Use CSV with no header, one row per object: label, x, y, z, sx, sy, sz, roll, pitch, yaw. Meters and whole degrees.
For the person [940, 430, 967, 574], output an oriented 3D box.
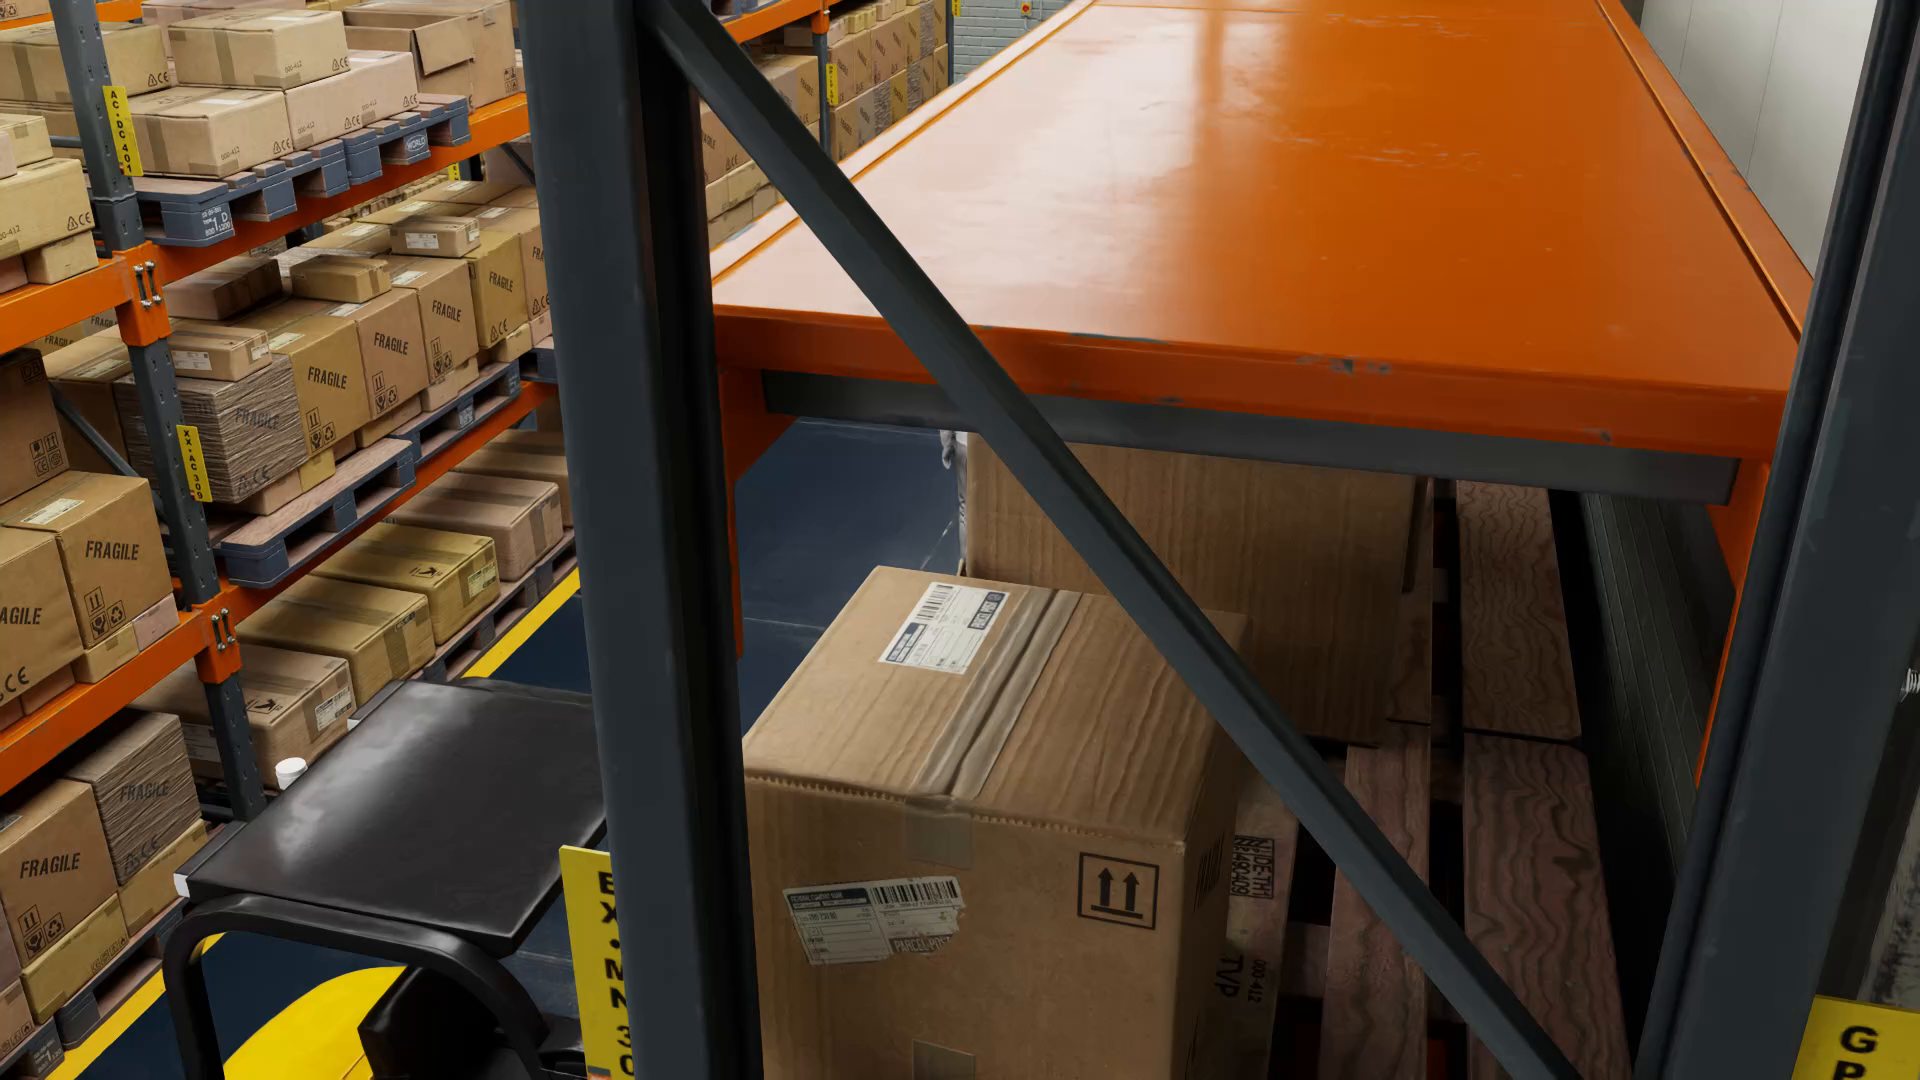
person,0.156,-0.573,9.778,0.524,1.645,0.719,3,26,7
